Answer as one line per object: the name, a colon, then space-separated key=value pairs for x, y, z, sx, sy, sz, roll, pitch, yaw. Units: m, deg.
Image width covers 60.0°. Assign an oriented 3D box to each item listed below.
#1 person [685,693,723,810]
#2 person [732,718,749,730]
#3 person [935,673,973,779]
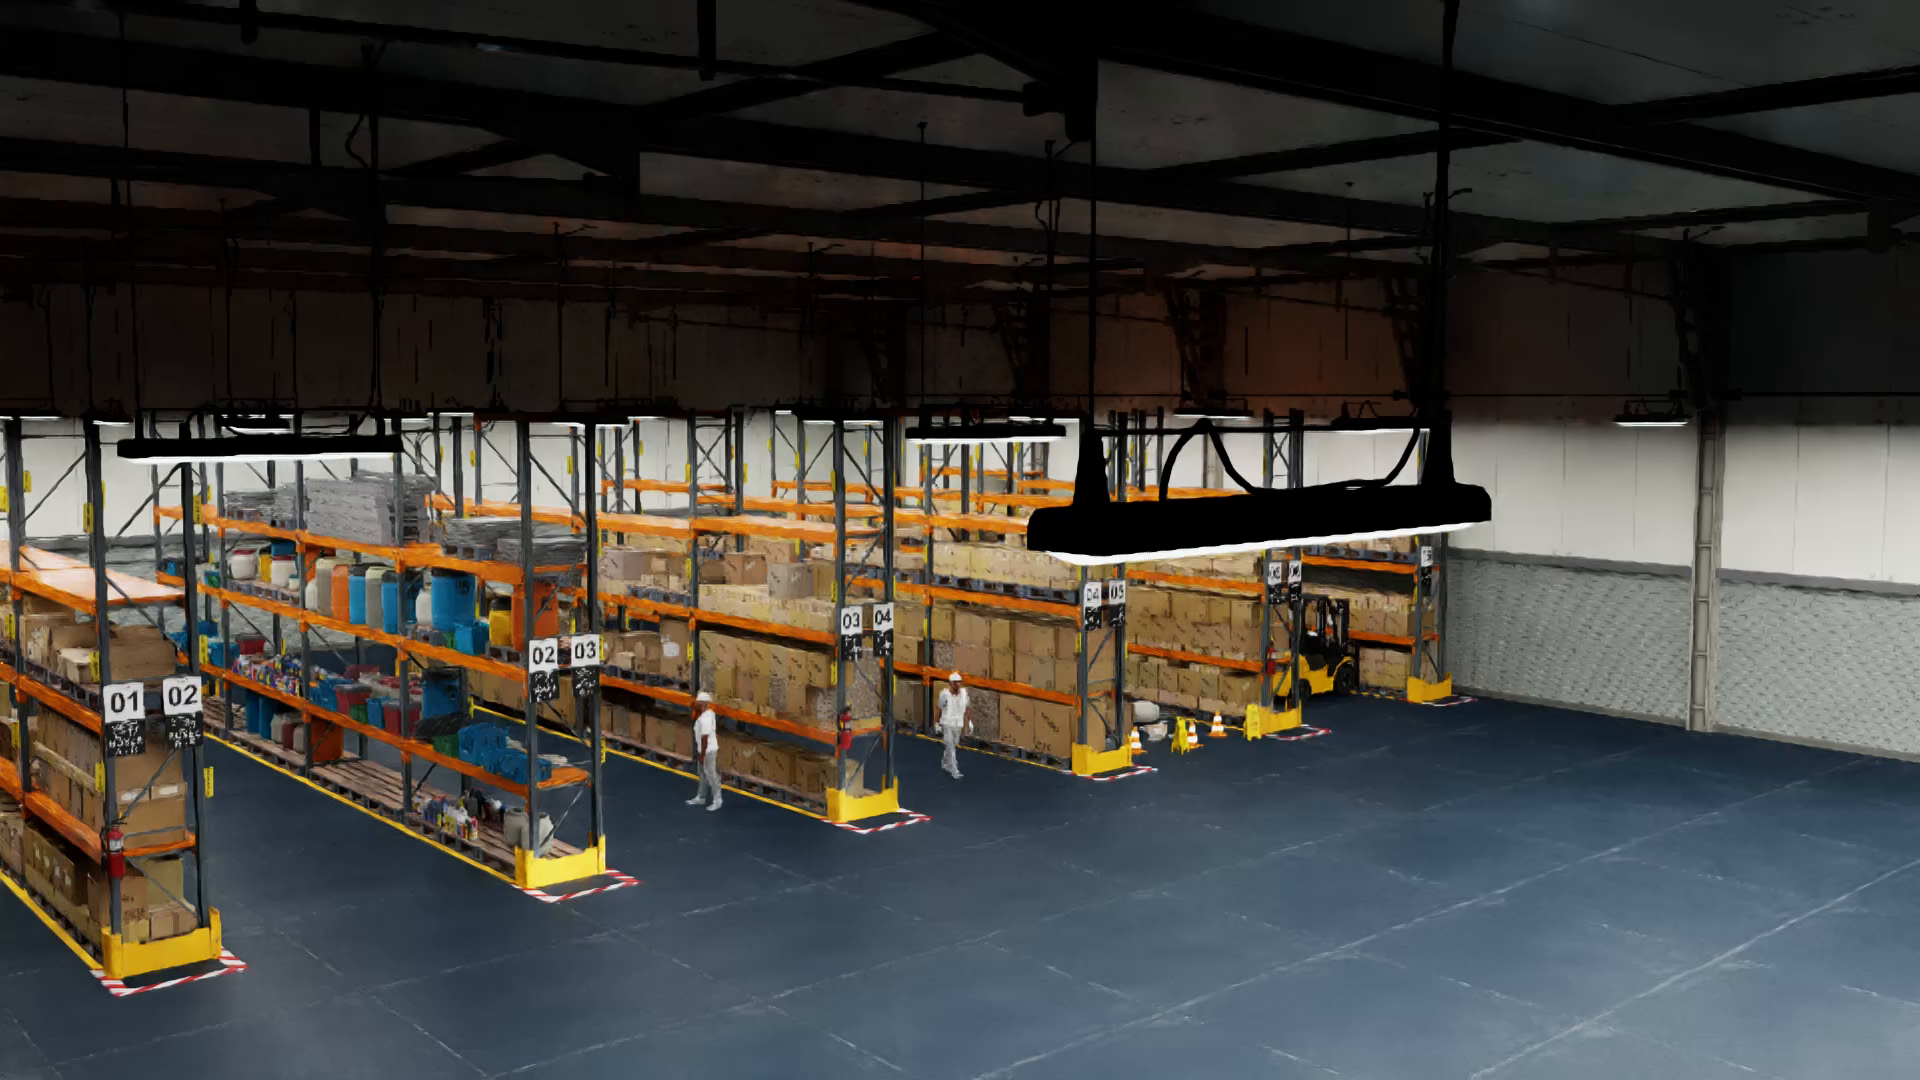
person: x=-3.928 y=3.203 z=25.416 sx=0.580 sy=1.763 sz=0.673 roll=-1 pitch=5 yaw=-9
person: x=-4.417 y=2.776 z=31.115 sx=0.995 sy=1.616 sz=0.483 roll=4 pitch=7 yaw=40
person: x=-0.079 y=3.044 z=27.507 sx=0.554 sy=1.722 sz=1.036 roll=-3 pitch=6 yaw=-31
